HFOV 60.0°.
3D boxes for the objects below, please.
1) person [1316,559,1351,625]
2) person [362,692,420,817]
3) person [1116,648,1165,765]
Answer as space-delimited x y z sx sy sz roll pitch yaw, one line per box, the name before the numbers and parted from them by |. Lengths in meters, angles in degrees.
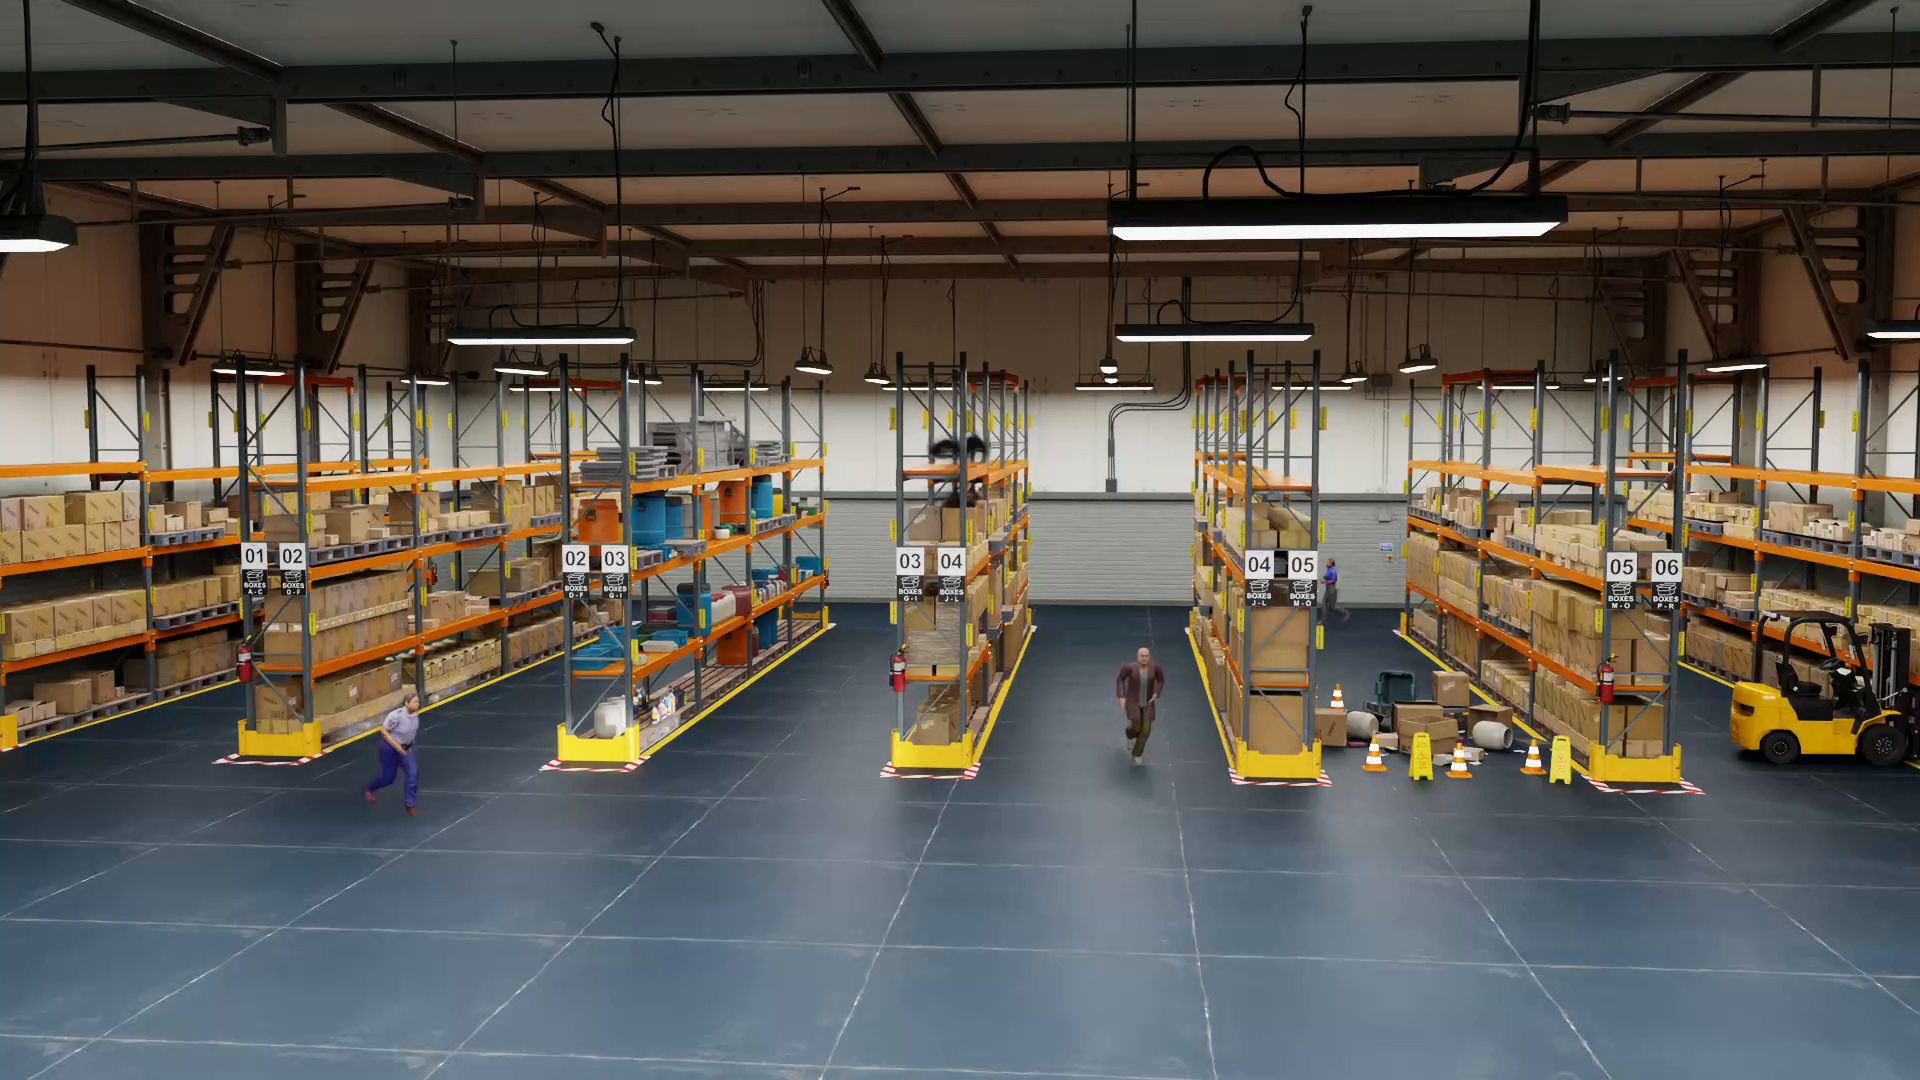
person | 9.152 1.276 40.829 0.858 1.621 0.586 0 4 -1
person | -7.268 2.726 21.295 0.955 1.616 0.626 2 4 23
person | 2.651 2.416 24.481 0.686 1.718 0.759 -1 4 -13
